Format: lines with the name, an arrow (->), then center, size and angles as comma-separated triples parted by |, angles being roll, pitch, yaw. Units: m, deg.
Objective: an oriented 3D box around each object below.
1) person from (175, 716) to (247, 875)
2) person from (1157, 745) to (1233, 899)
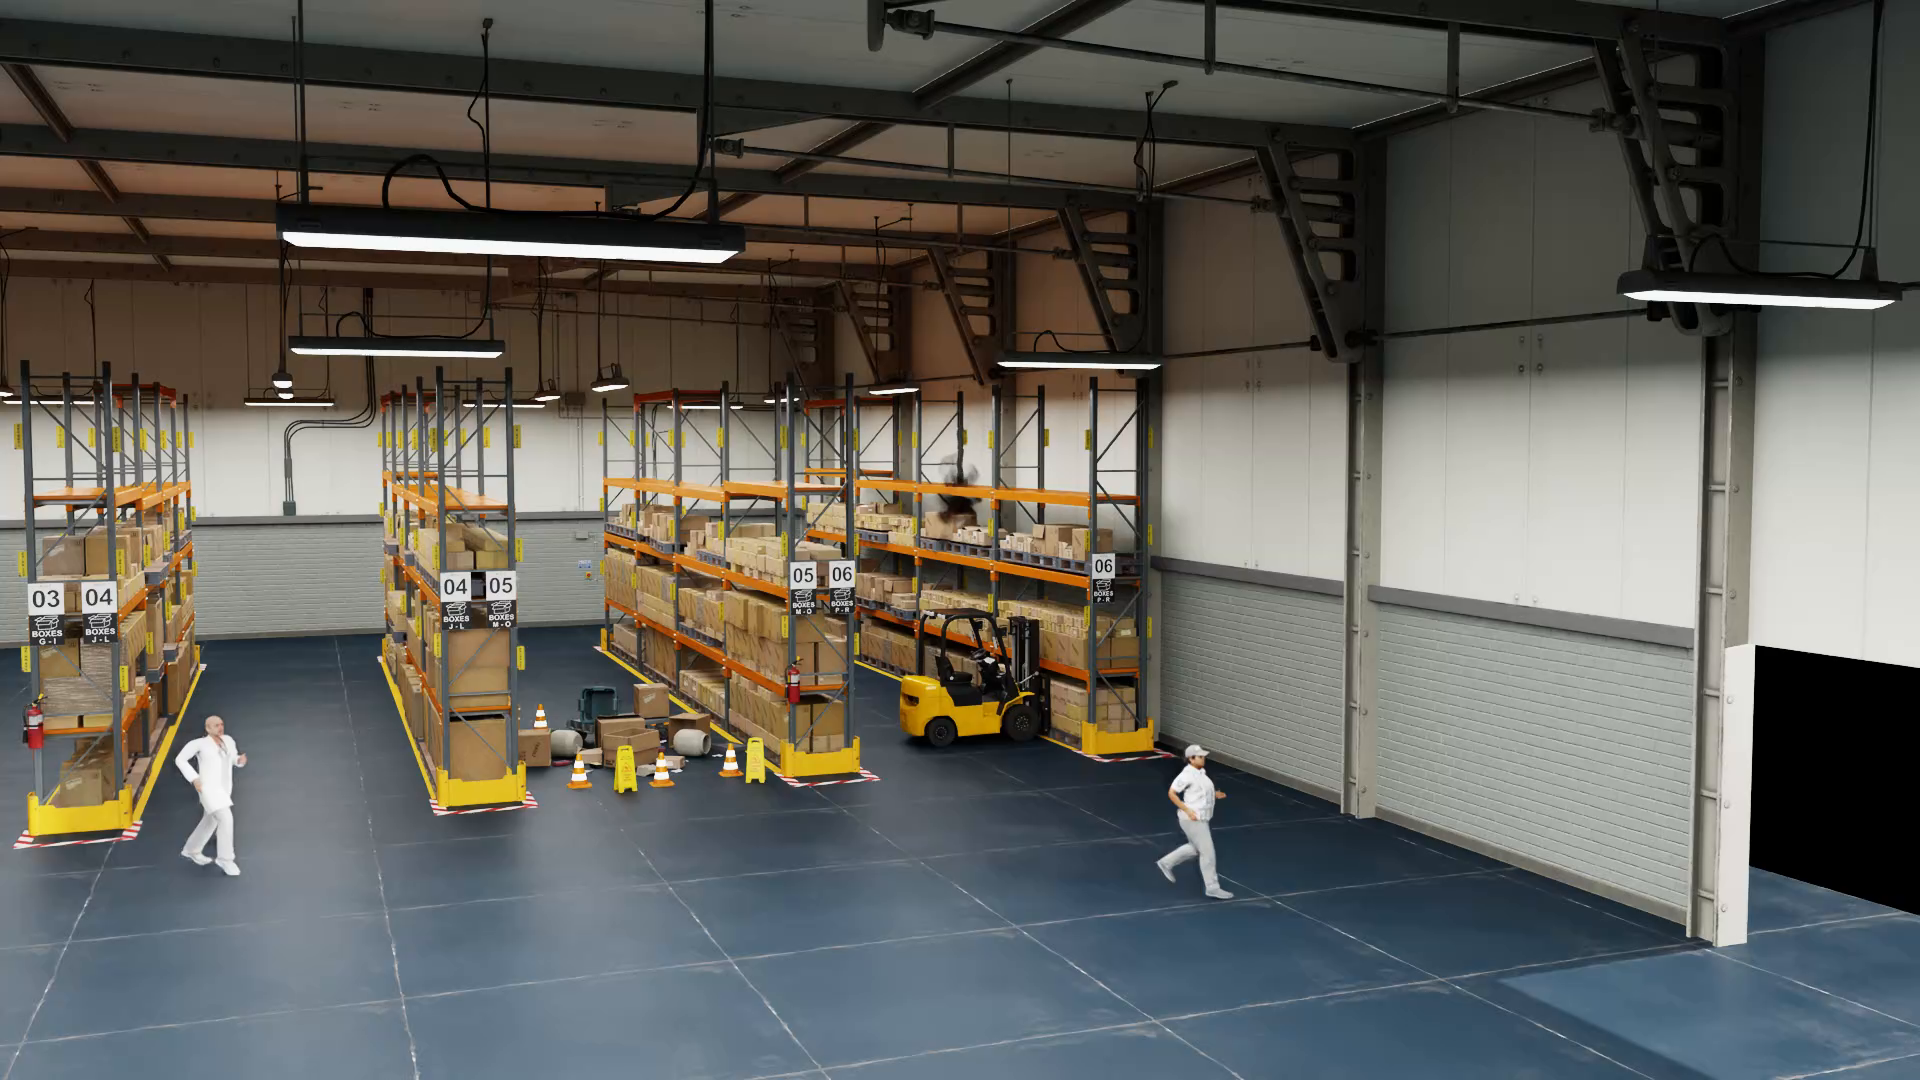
person -> -8.694, 2.958, 19.364 | 0.866, 1.852, 0.669 | 1, 4, 15
person -> 2.572, 3.065, 18.269 | 0.918, 1.643, 0.614 | 2, 4, 25
